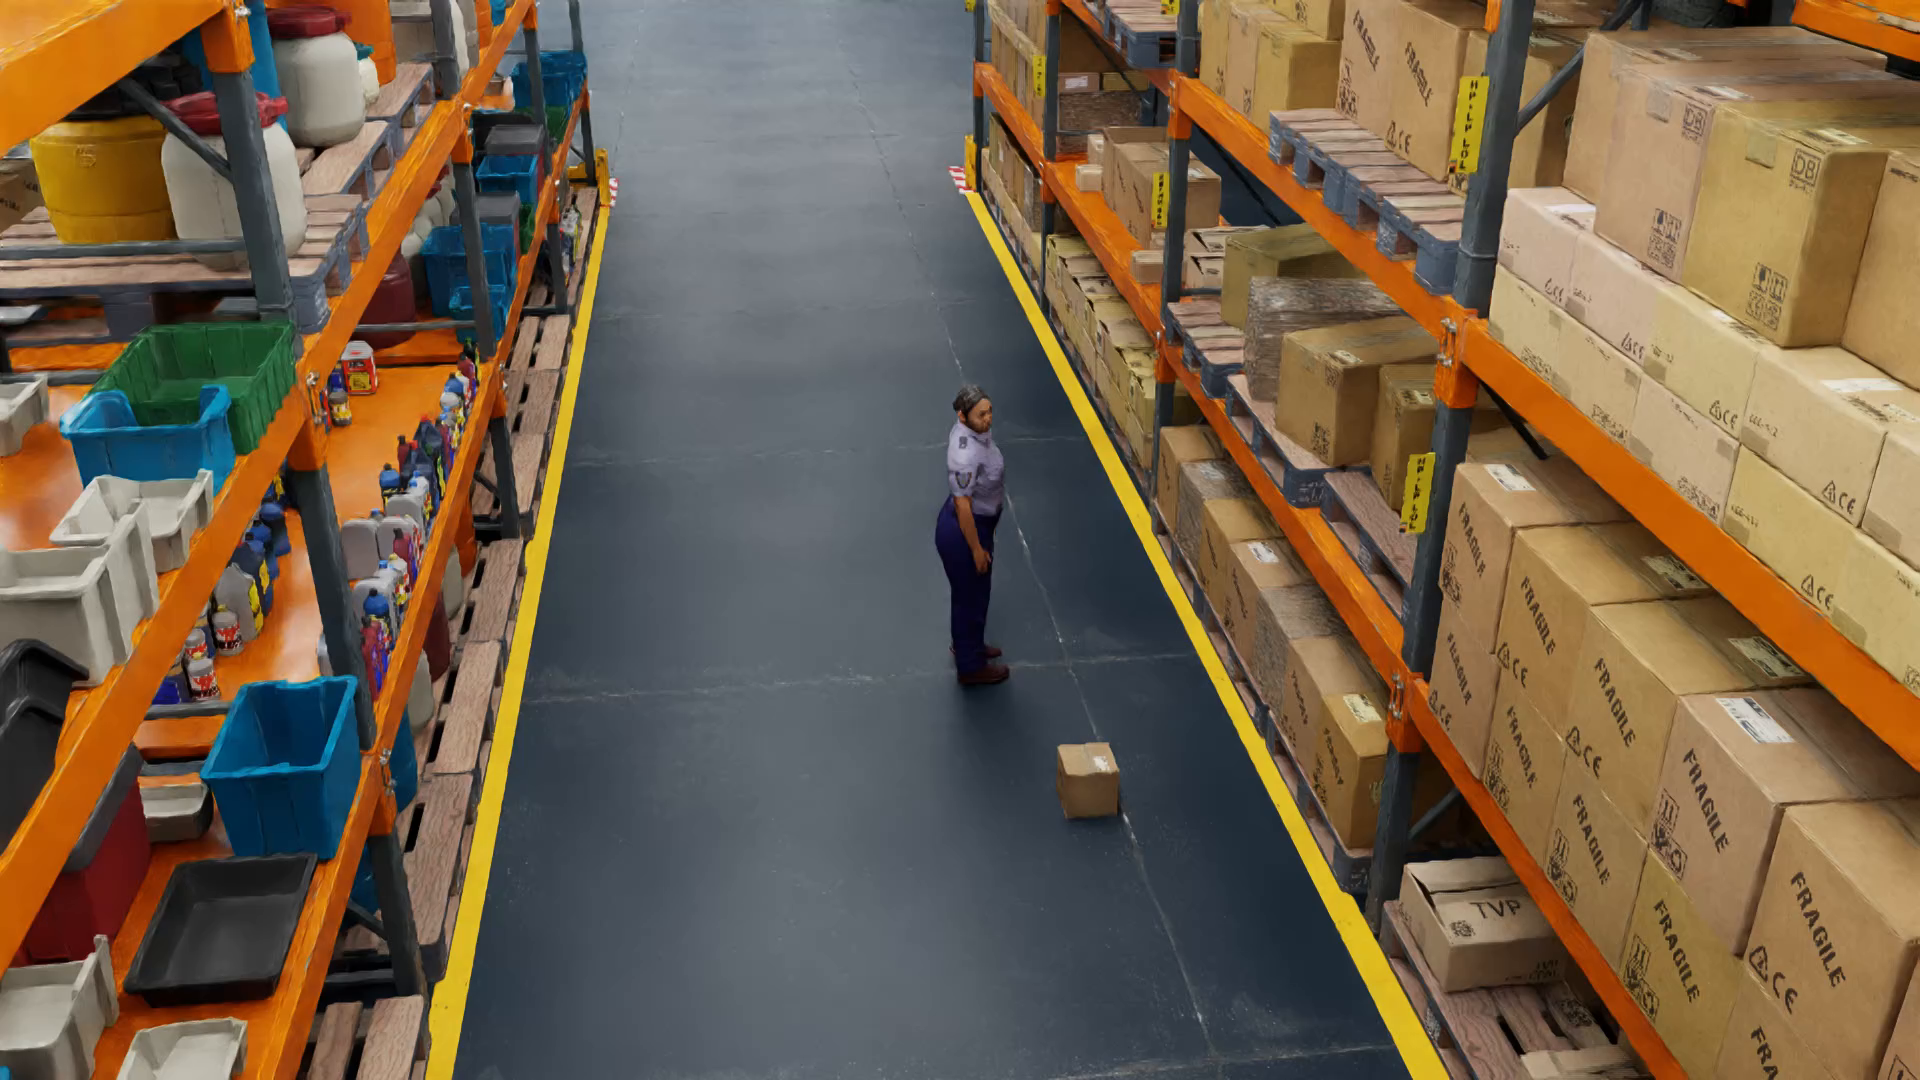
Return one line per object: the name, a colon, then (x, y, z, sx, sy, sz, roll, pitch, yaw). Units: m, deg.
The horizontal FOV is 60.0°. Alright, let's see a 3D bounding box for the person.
person: (0.075, -0.019, 8.677, 0.399, 1.678, 0.529, 2, 27, 4)
